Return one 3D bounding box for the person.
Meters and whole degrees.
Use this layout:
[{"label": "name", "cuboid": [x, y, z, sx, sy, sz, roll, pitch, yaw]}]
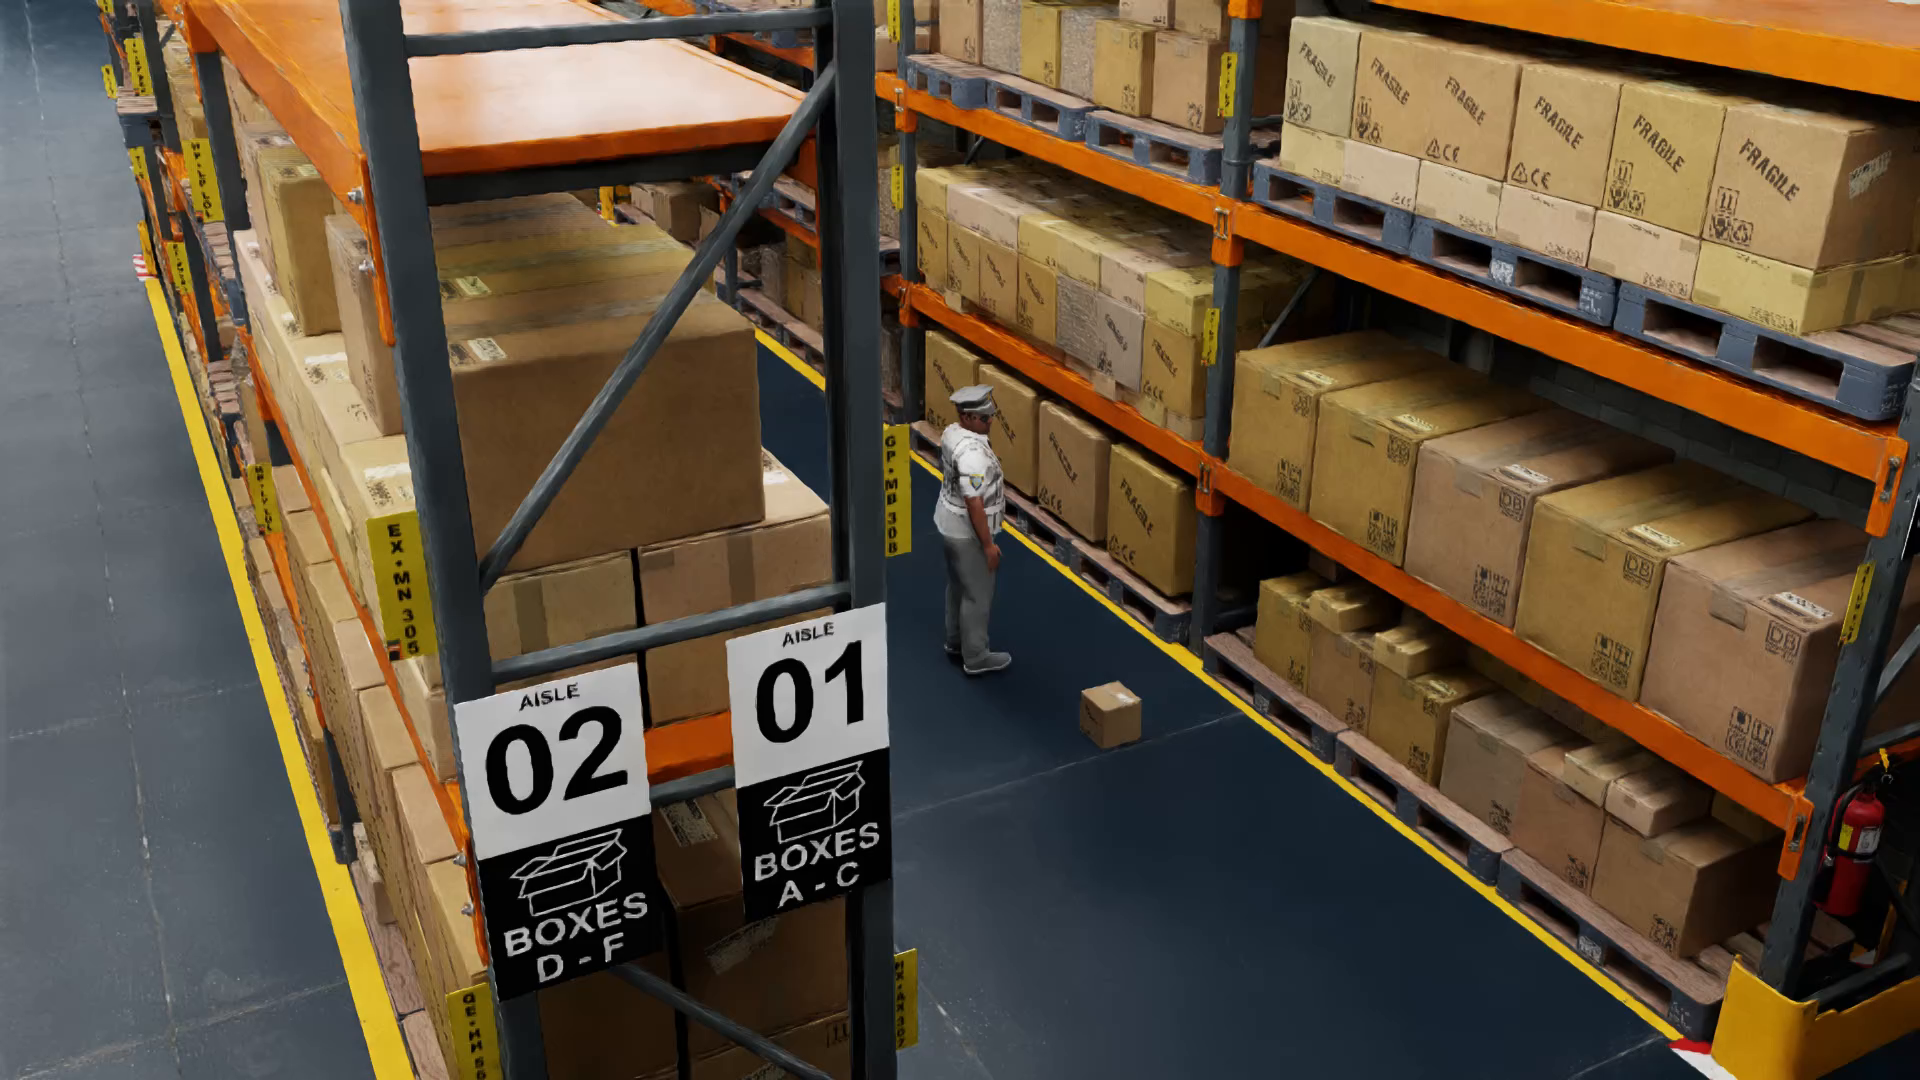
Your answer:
[{"label": "person", "cuboid": [0.083, -0.043, 9.689, 0.443, 1.805, 0.584, -5, 26, -11]}]
